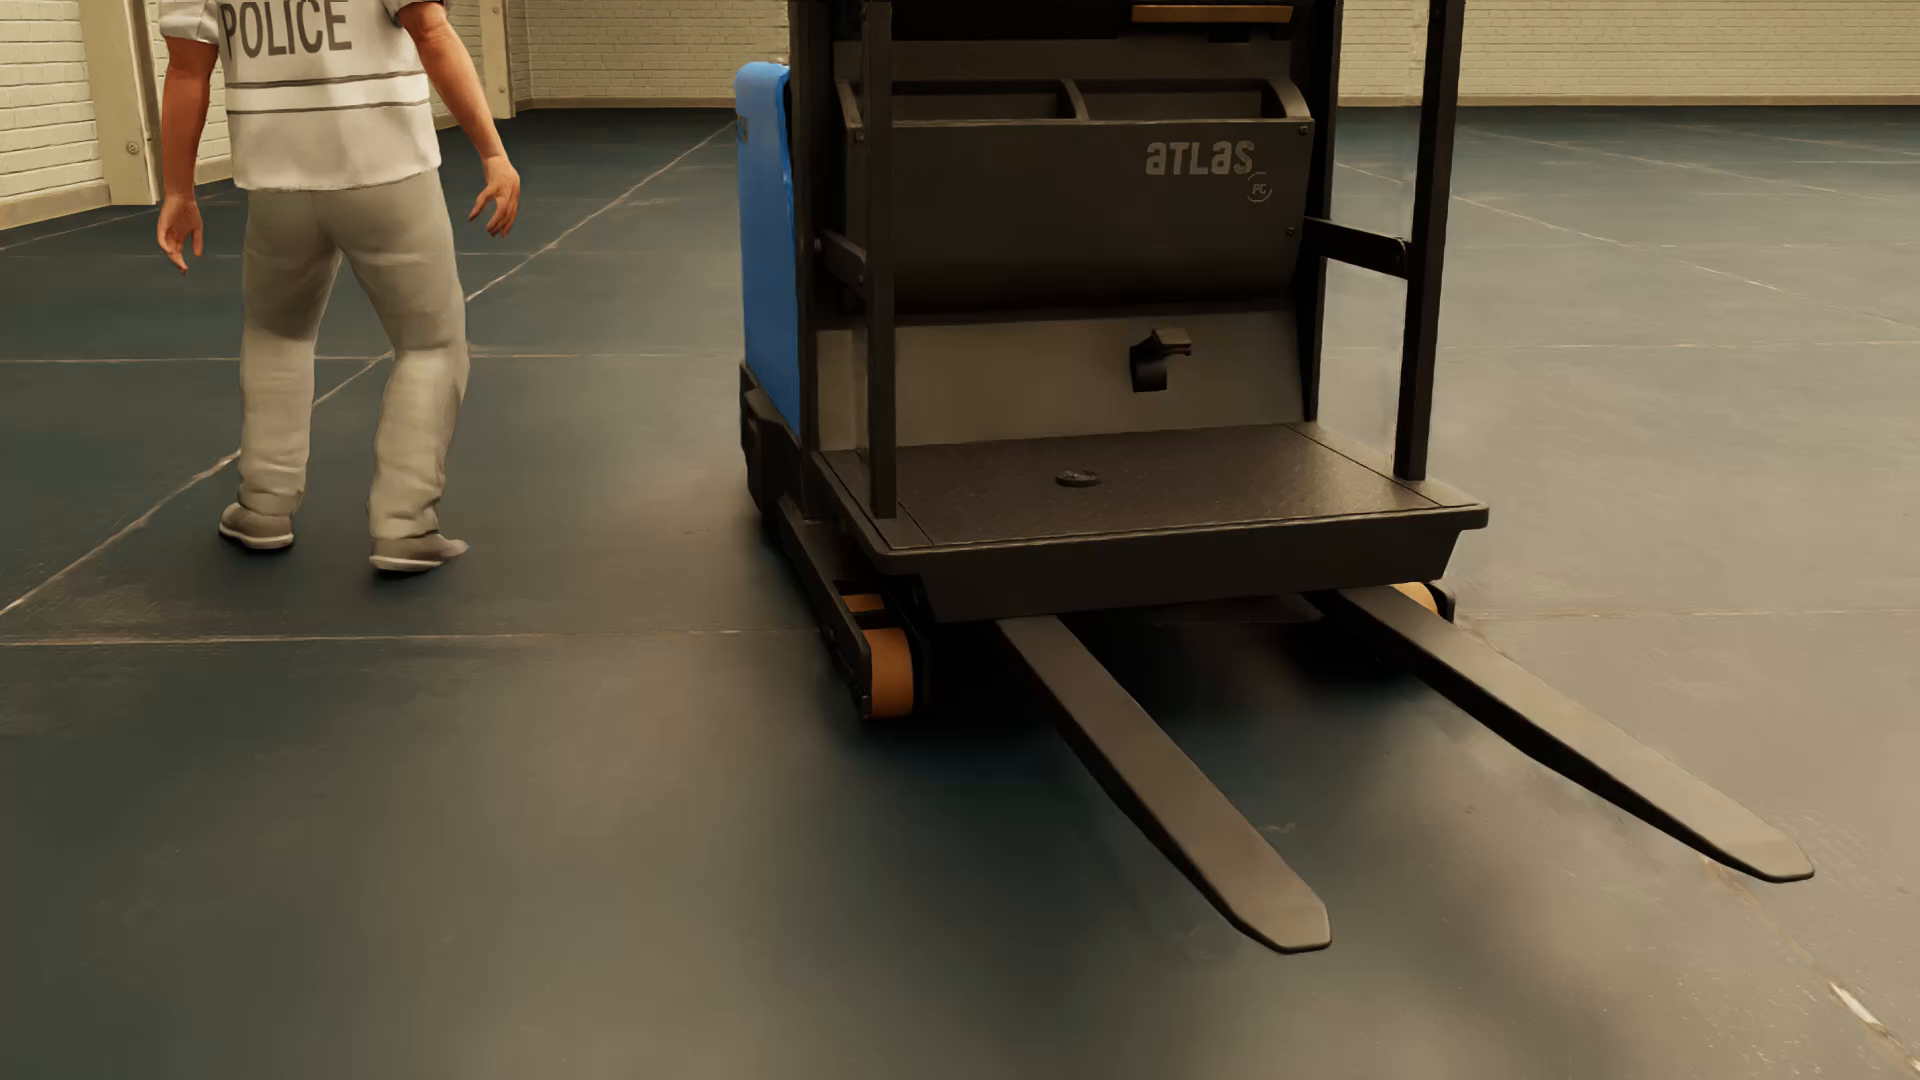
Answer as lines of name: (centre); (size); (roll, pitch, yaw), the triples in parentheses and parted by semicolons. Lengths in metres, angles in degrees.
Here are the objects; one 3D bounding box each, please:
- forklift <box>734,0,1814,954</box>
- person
forklift: (0.280, -1.210, 2.865); (1.130, 2.935, 3.031); (-4, 18, -14)
person: (-1.360, -0.768, 3.622); (0.878, 1.733, 0.461); (3, 17, 10)
